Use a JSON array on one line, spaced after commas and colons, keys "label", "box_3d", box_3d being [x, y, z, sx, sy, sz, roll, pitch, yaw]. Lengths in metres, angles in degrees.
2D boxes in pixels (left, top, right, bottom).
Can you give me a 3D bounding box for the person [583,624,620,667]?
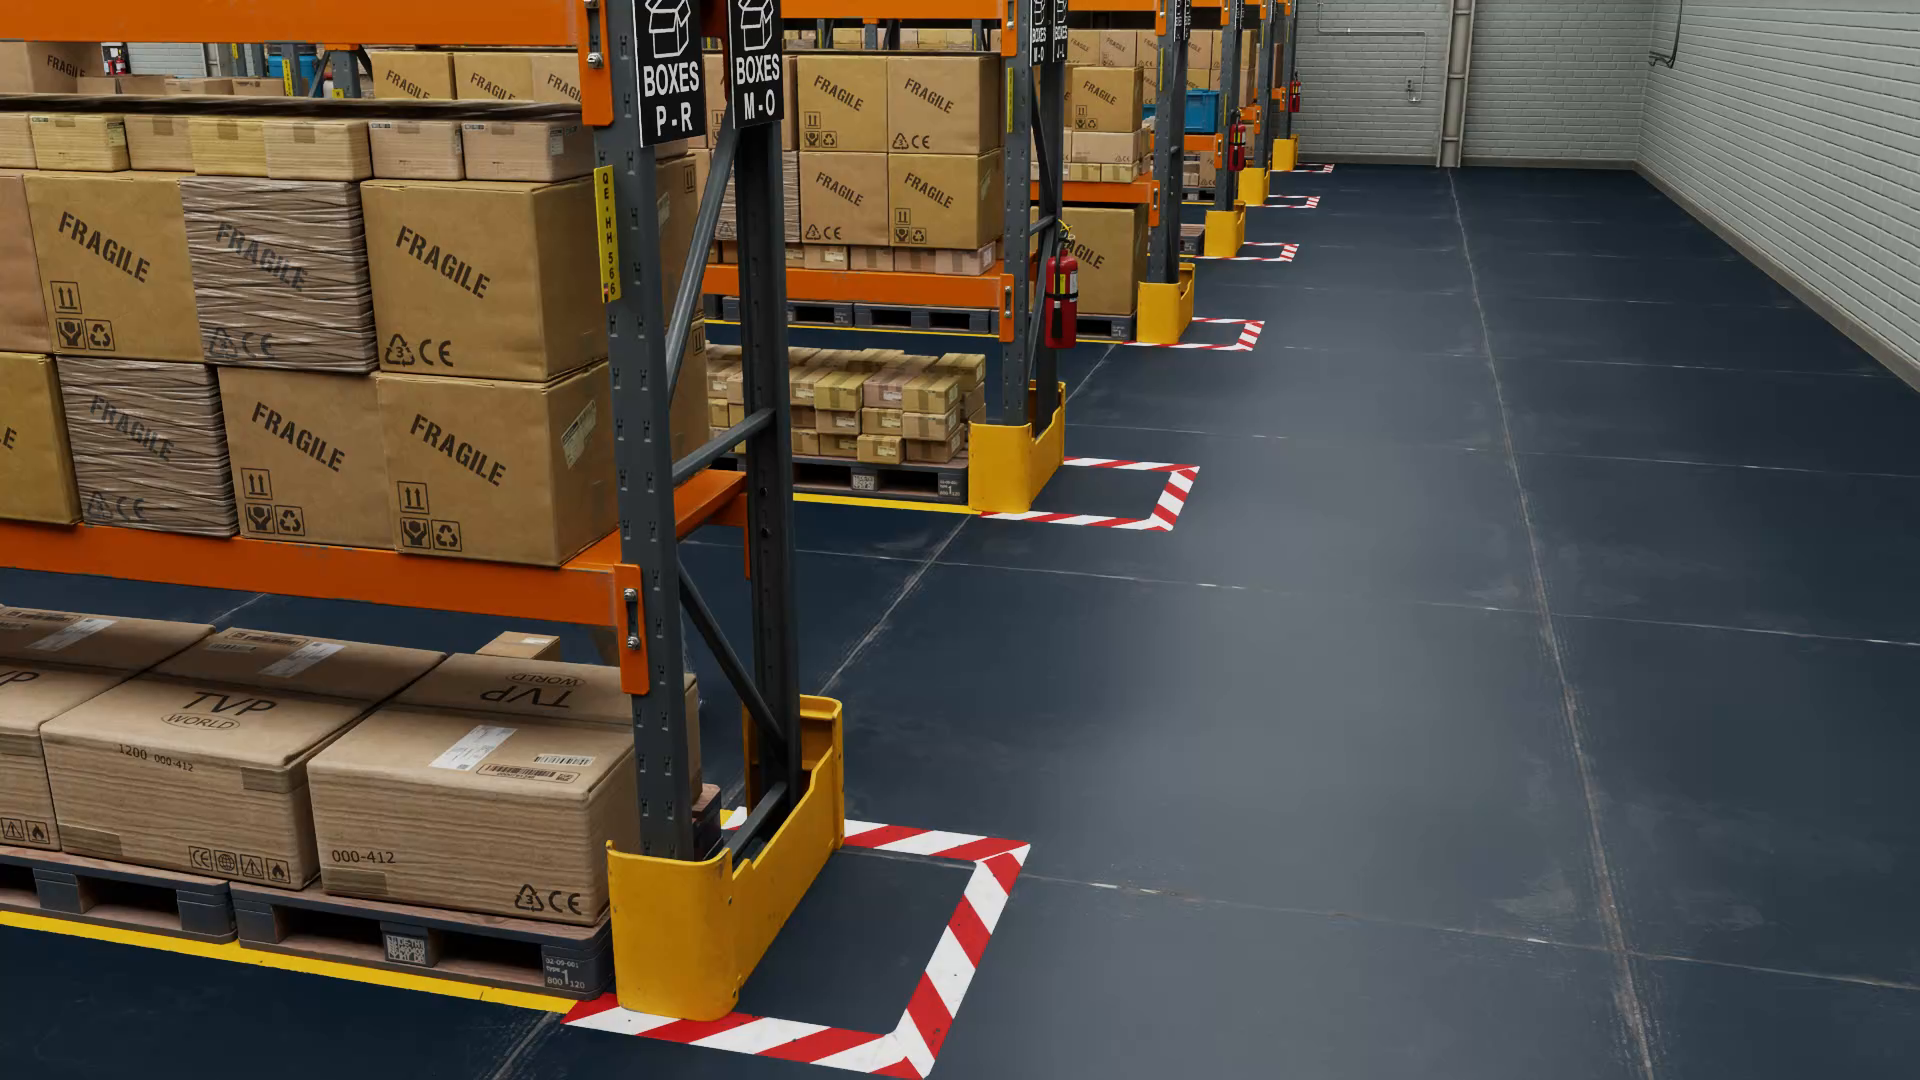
[{"label": "person", "box_3d": [-1.320, -0.119, 6.449, 0.394, 1.814, 0.559, 5, 19, 14]}]
